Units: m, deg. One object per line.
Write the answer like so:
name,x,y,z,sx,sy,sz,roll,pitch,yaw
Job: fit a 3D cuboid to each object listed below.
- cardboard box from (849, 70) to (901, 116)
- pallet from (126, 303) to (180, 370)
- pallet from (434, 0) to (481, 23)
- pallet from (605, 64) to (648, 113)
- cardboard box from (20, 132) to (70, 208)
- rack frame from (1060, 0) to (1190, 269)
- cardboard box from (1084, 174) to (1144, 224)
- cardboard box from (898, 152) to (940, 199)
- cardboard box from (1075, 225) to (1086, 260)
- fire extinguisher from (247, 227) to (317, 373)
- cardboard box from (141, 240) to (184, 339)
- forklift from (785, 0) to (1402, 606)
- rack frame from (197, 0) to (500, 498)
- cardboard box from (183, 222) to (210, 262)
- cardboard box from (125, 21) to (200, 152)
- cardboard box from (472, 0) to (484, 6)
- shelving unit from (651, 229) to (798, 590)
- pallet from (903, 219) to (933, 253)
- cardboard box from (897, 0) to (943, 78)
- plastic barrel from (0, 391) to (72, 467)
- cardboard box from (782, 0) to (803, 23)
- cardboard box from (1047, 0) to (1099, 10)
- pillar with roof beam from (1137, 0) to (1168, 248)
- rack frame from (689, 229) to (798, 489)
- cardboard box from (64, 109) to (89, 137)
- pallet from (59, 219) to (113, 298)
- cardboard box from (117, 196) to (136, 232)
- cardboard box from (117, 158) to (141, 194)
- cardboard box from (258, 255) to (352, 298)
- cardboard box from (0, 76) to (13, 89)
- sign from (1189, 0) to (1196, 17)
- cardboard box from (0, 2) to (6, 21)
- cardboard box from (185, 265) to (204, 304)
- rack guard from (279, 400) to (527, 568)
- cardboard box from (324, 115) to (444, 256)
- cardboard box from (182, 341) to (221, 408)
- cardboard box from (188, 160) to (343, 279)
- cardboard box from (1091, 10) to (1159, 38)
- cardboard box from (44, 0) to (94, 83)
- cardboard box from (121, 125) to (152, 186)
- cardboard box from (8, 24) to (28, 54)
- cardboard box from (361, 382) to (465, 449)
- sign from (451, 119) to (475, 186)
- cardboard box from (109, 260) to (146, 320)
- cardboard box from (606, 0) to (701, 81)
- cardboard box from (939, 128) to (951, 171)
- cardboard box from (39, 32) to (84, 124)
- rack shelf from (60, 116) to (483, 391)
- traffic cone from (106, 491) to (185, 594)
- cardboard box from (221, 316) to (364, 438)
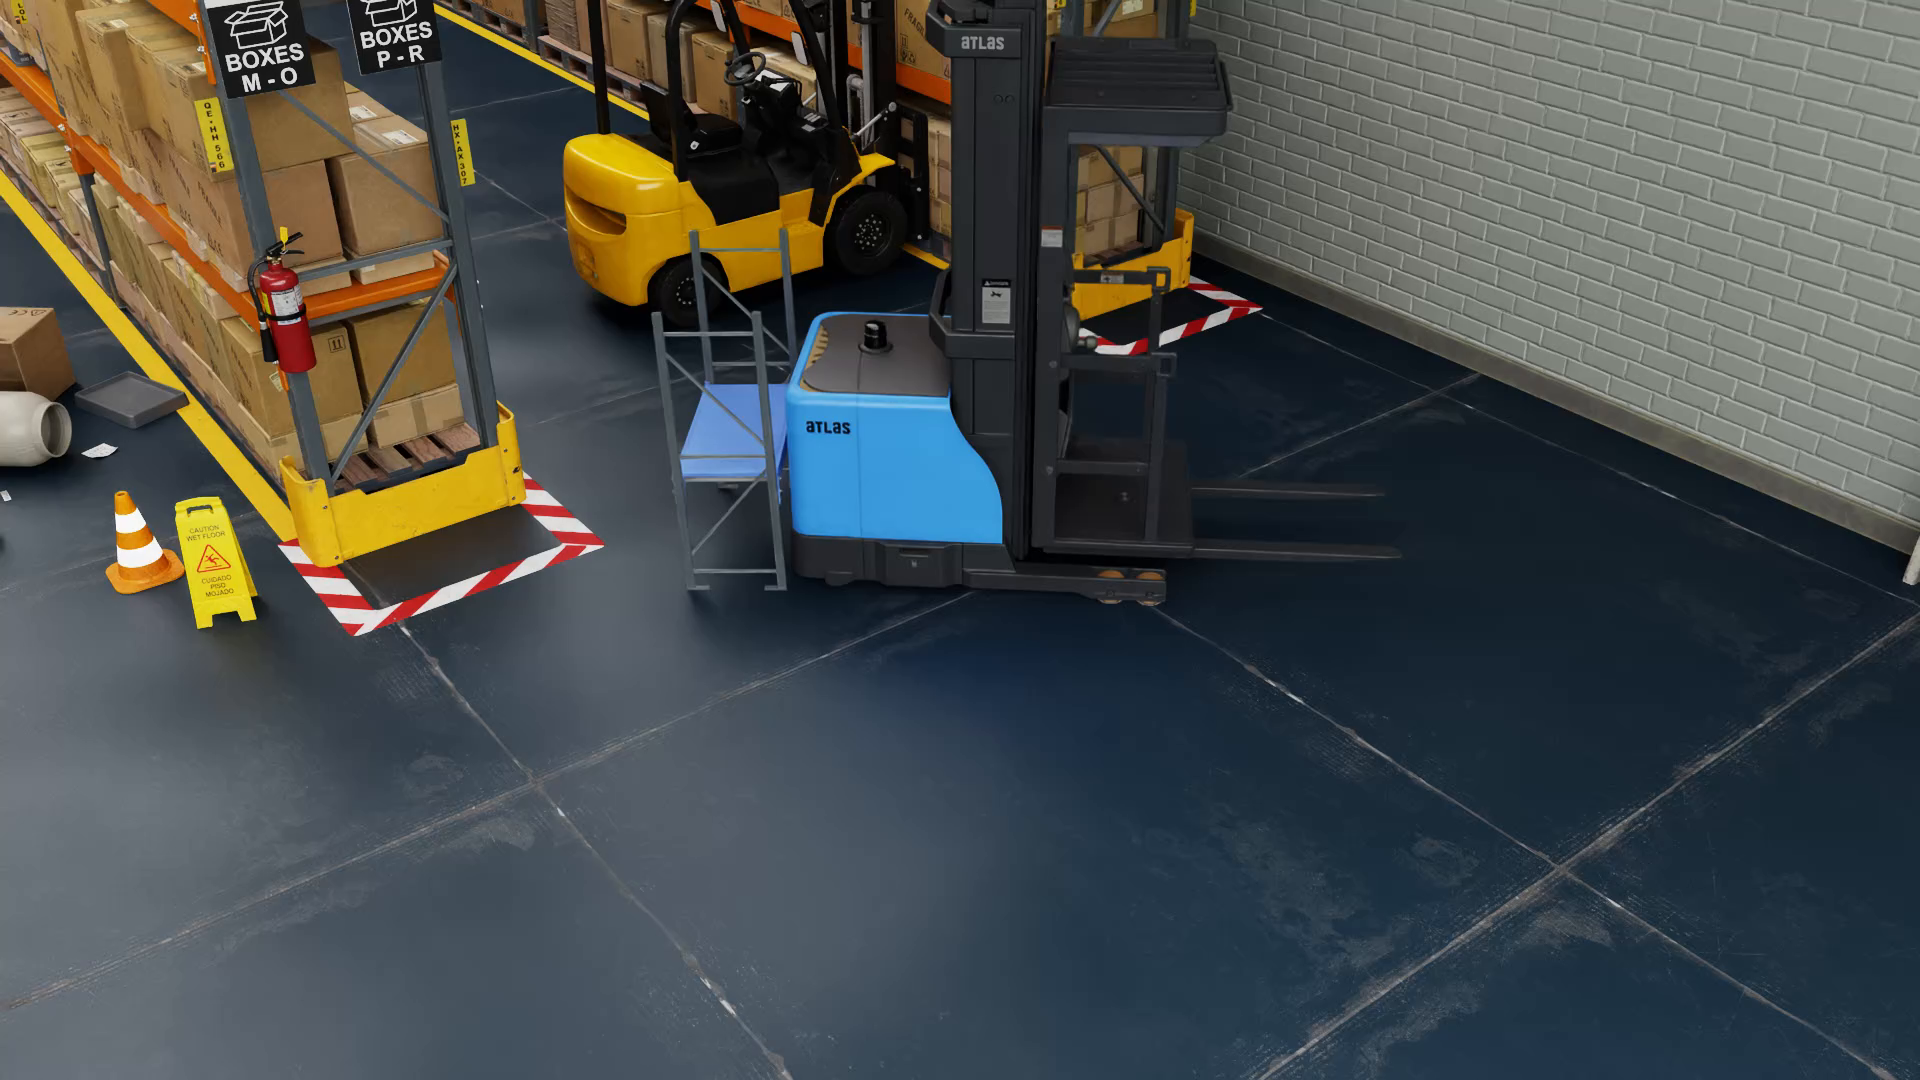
cardboard box,-0.737,-3.334,12.536,0.500,0.250,0.500,-21,37,-30
pallet,-4.885,-1.562,11.065,1.003,0.211,1.213,-22,38,-31
pallet,-5.031,-5.936,18.108,1.003,0.211,1.213,-22,38,-31
pallet,-2.641,-4.241,15.378,1.003,0.211,1.213,-22,38,-31
cardboard box,-6.519,-2.883,12.641,0.950,0.372,0.625,-21,37,-30
rack frame,1.047,-2.955,10.665,1.000,3.000,0.127,-22,38,-31
cardboard box,0.923,-2.441,11.572,0.500,0.250,0.500,-21,38,-31
cardboard box,-0.131,-2.701,11.989,0.500,0.250,0.500,-23,39,-32
cardboard box,0.509,-2.059,11.431,0.500,0.250,0.500,-22,38,-31
fire extinguisher,-3.165,-1.118,7.781,0.296,0.674,0.183,-22,38,-31
cardboard box,-4.522,-1.575,9.940,0.500,0.500,0.500,-20,37,-29
forklift,0.698,-1.212,7.923,3.031,2.935,1.130,2,32,4
rack frame,-2.872,-1.348,8.077,1.000,3.000,0.127,-22,38,-31
cardboard box,-3.835,-1.609,8.735,0.380,0.149,0.250,-22,38,-31
cardboard box,-3.662,-2.297,8.281,0.700,0.500,0.500,-22,38,-31
cardboard box,-4.909,-5.942,17.445,0.500,0.500,0.500,-20,37,-29
shelving unit,-1.121,-0.663,8.385,0.538,1.500,1.048,0,32,2
pallet,-0.199,-2.584,12.710,1.003,0.211,1.213,-22,38,-31
cardboard box,-0.088,-3.551,11.529,0.500,0.500,0.500,-23,39,-32
plastic barrel,-5.334,-0.624,9.354,0.512,0.421,0.421,1,32,2
cardboard box,-1.008,-4.184,12.548,0.500,0.500,0.500,-22,38,-31
cardboard box,0.661,-3.481,10.520,0.380,0.149,0.250,-22,38,-31
pillar with roof beam,-2.069,-4.693,7.777,9.100,9.000,0.400,-22,38,-31
rack frame,-1.106,-0.931,8.817,0.500,1.500,0.032,0,32,2
cardboard box,-5.385,-2.673,10.449,0.380,0.149,0.250,-22,38,-32
pallet,-5.803,-2.154,12.019,1.003,0.211,1.213,-22,38,-31
cardboard box,-4.830,-2.001,10.011,0.380,0.149,0.250,-21,37,-30
cardboard box,-4.608,-2.137,9.586,0.380,0.149,0.250,-22,38,-31
cardboard box,-3.270,-1.328,8.283,0.380,0.149,0.250,-21,37,-30
cardboard box,-8.135,-4.273,14.402,0.875,0.875,0.875,-23,38,-32
sign,1.489,-3.534,10.701,0.100,0.325,0.005,-22,38,-31
cardboard box,-6.406,-3.904,11.418,0.500,0.500,0.500,-21,37,-30
cardboard box,-3.999,-1.439,9.106,0.380,0.149,0.250,-22,38,-31
rack guard,-2.918,-0.318,8.788,1.175,0.500,0.348,-22,38,-31
cardboard box,-2.943,-1.804,8.435,0.500,0.500,0.500,-23,39,-32
cardboard box,-4.217,-1.043,9.794,0.500,0.250,0.500,-24,39,-33
cardboard box,-3.422,-1.654,8.193,0.500,0.500,0.500,-23,39,-32
cardboard box,0.963,-3.294,11.116,0.500,0.500,0.500,-21,37,-30
cardboard box,-4.643,-2.917,9.279,0.700,0.500,0.500,-23,39,-32
cardboard box,-4.325,-2.291,9.219,0.500,0.500,0.500,-22,38,-31
cardboard box,-6.192,-3.423,11.259,0.380,0.149,0.250,-23,39,-32
cardboard box,-3.148,-0.784,9.377,0.500,0.250,0.500,-23,38,-32
sign,-2.443,-1.891,8.131,0.100,0.325,0.005,-22,38,-31
cardboard box,-5.176,-1.692,10.839,0.500,0.250,0.500,-24,39,-33
cardboard box,-2.667,-4.644,15.238,0.875,0.625,0.625,-24,39,-33
cardboard box,0.200,-2.692,11.502,0.500,0.250,0.500,-22,38,-31
cardboard box,-5.275,-2.910,10.216,0.500,0.500,0.500,-22,38,-32
rack shelf,-4.098,-1.876,9.609,1.077,0.370,4.000,-22,38,-31
traffic cone,-4.154,-0.032,8.363,0.336,0.463,0.334,-22,38,-31
cardboard box,-3.569,-0.926,8.896,0.500,0.500,0.500,-22,38,-31
